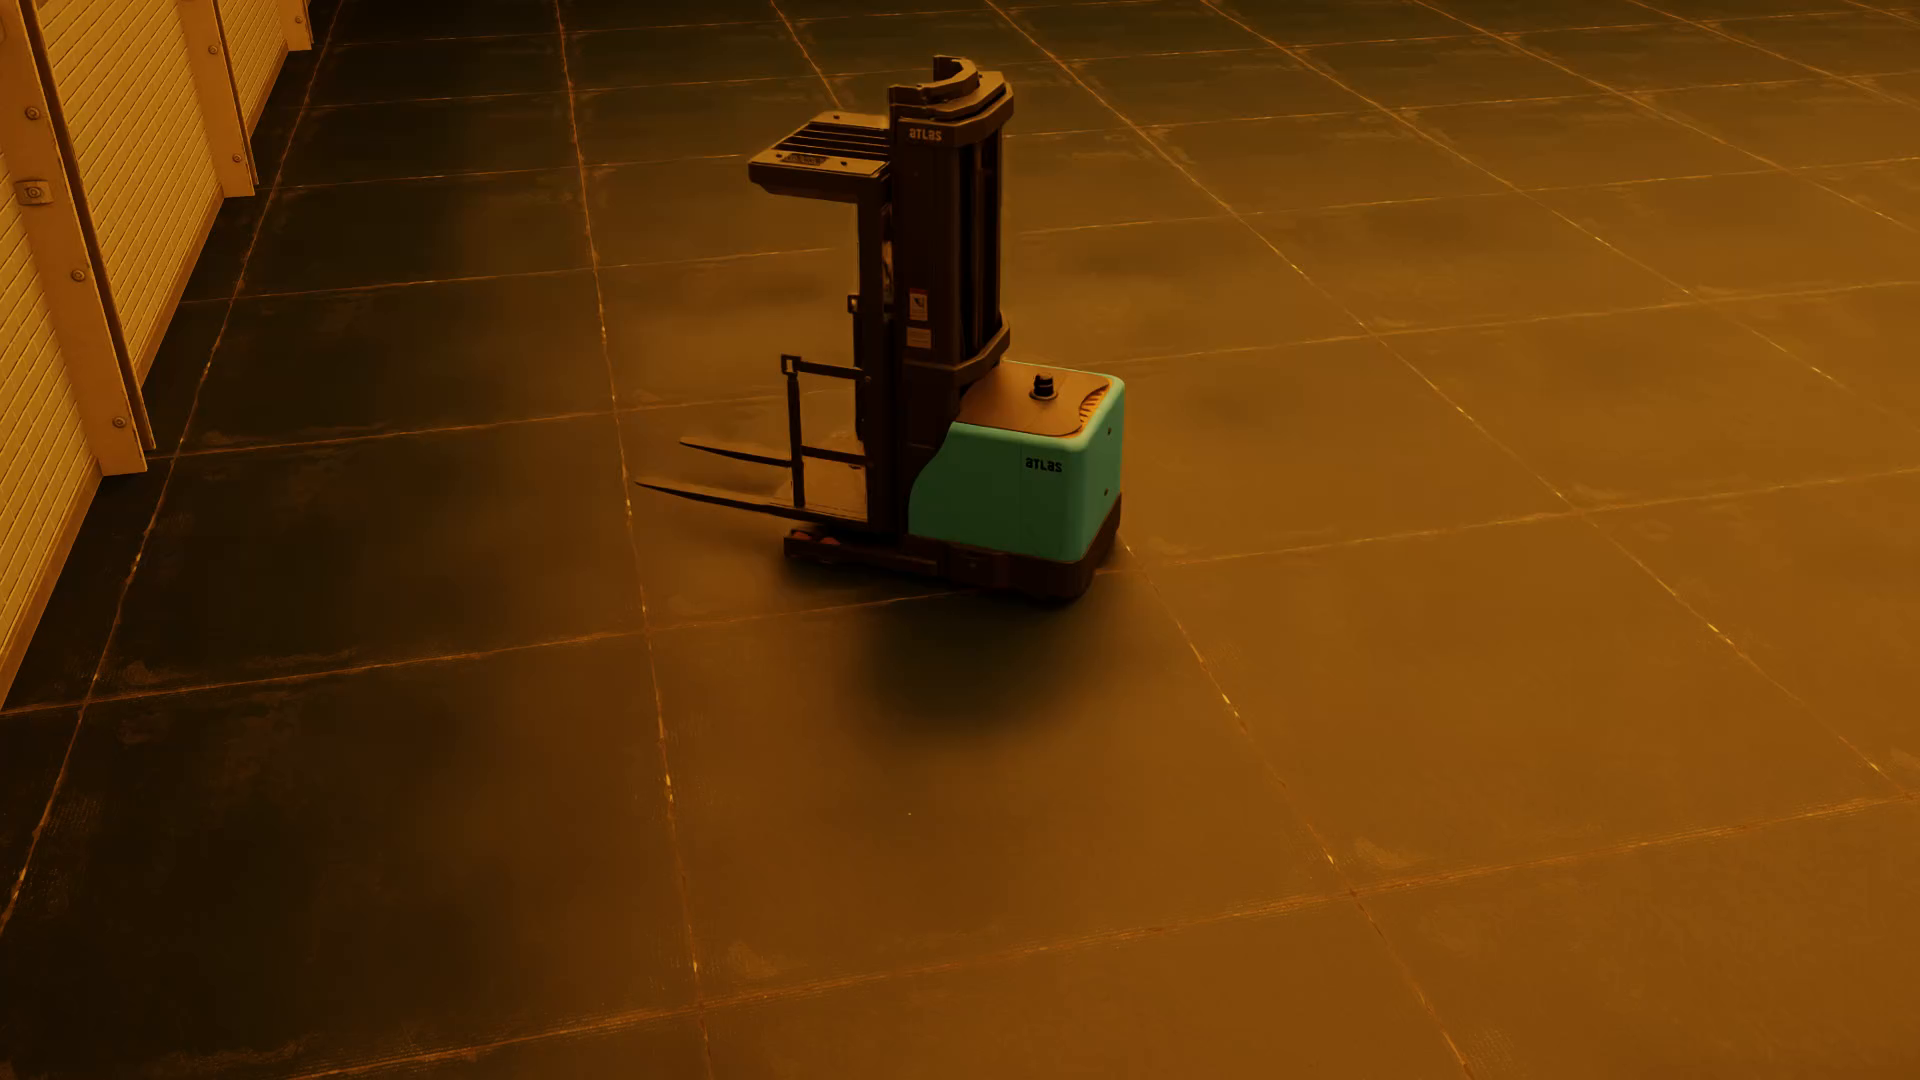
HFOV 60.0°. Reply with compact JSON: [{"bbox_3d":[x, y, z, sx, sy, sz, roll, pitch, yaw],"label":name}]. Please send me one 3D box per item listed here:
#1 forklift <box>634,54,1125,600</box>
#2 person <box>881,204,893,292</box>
[{"bbox_3d":[-0.563,-1.353,9.912,3.031,2.935,1.130,10,32,17],"label":"forklift"},{"bbox_3d":[-0.479,-2.756,13.836,0.619,1.455,0.746,25,38,36],"label":"person"}]
